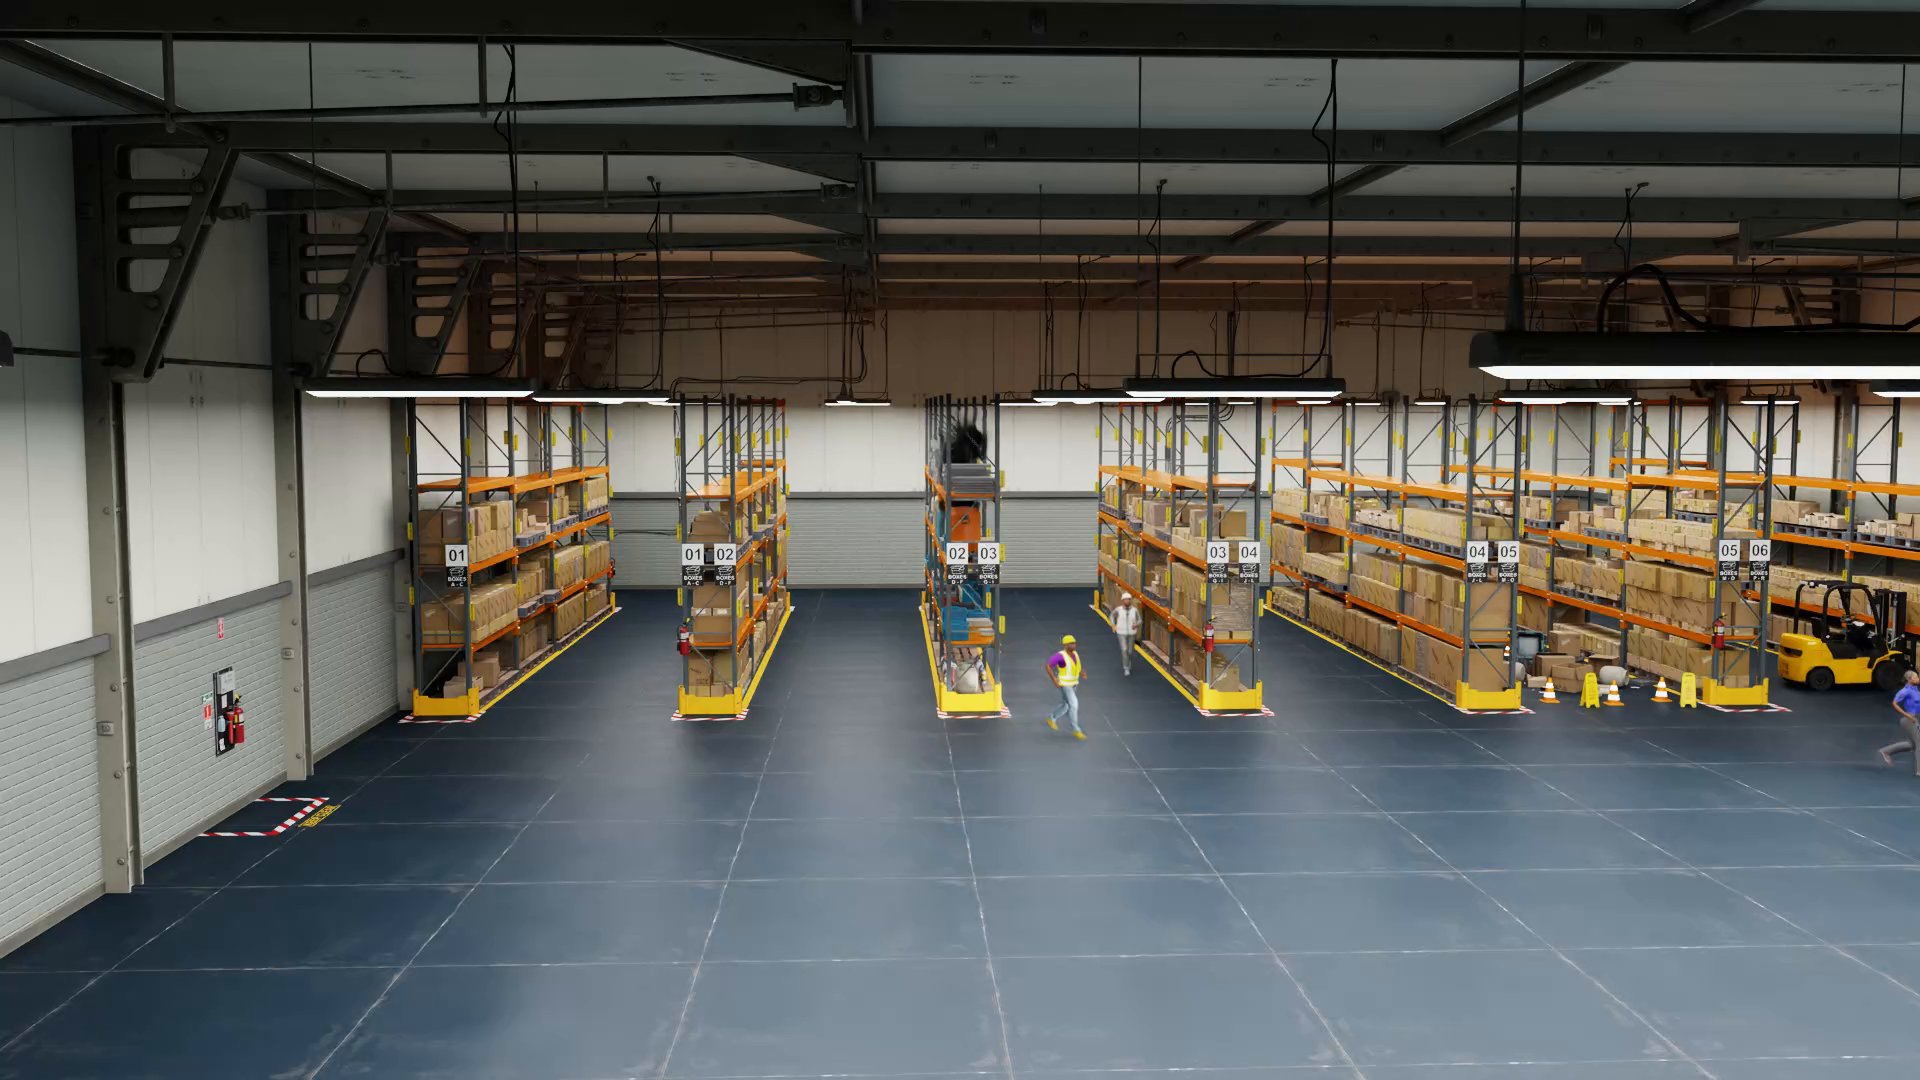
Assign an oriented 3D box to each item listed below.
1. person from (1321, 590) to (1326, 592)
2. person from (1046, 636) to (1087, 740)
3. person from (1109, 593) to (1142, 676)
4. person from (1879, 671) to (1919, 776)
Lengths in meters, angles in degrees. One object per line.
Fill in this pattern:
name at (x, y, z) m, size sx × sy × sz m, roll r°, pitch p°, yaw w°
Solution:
person at (10.966, 0.987, 49.164) m, size 0.928 × 1.771 × 0.649 m, roll -1°, pitch 5°, yaw -10°
person at (1.867, 2.545, 29.063) m, size 0.922 × 1.779 × 0.702 m, roll 3°, pitch 6°, yaw 36°
person at (3.587, 2.008, 35.842) m, size 0.687 × 1.735 × 1.004 m, roll 0°, pitch 5°, yaw -4°
person at (14.832, 2.857, 26.005) m, size 0.851 × 1.610 × 0.569 m, roll 4°, pitch 6°, yaw 44°
